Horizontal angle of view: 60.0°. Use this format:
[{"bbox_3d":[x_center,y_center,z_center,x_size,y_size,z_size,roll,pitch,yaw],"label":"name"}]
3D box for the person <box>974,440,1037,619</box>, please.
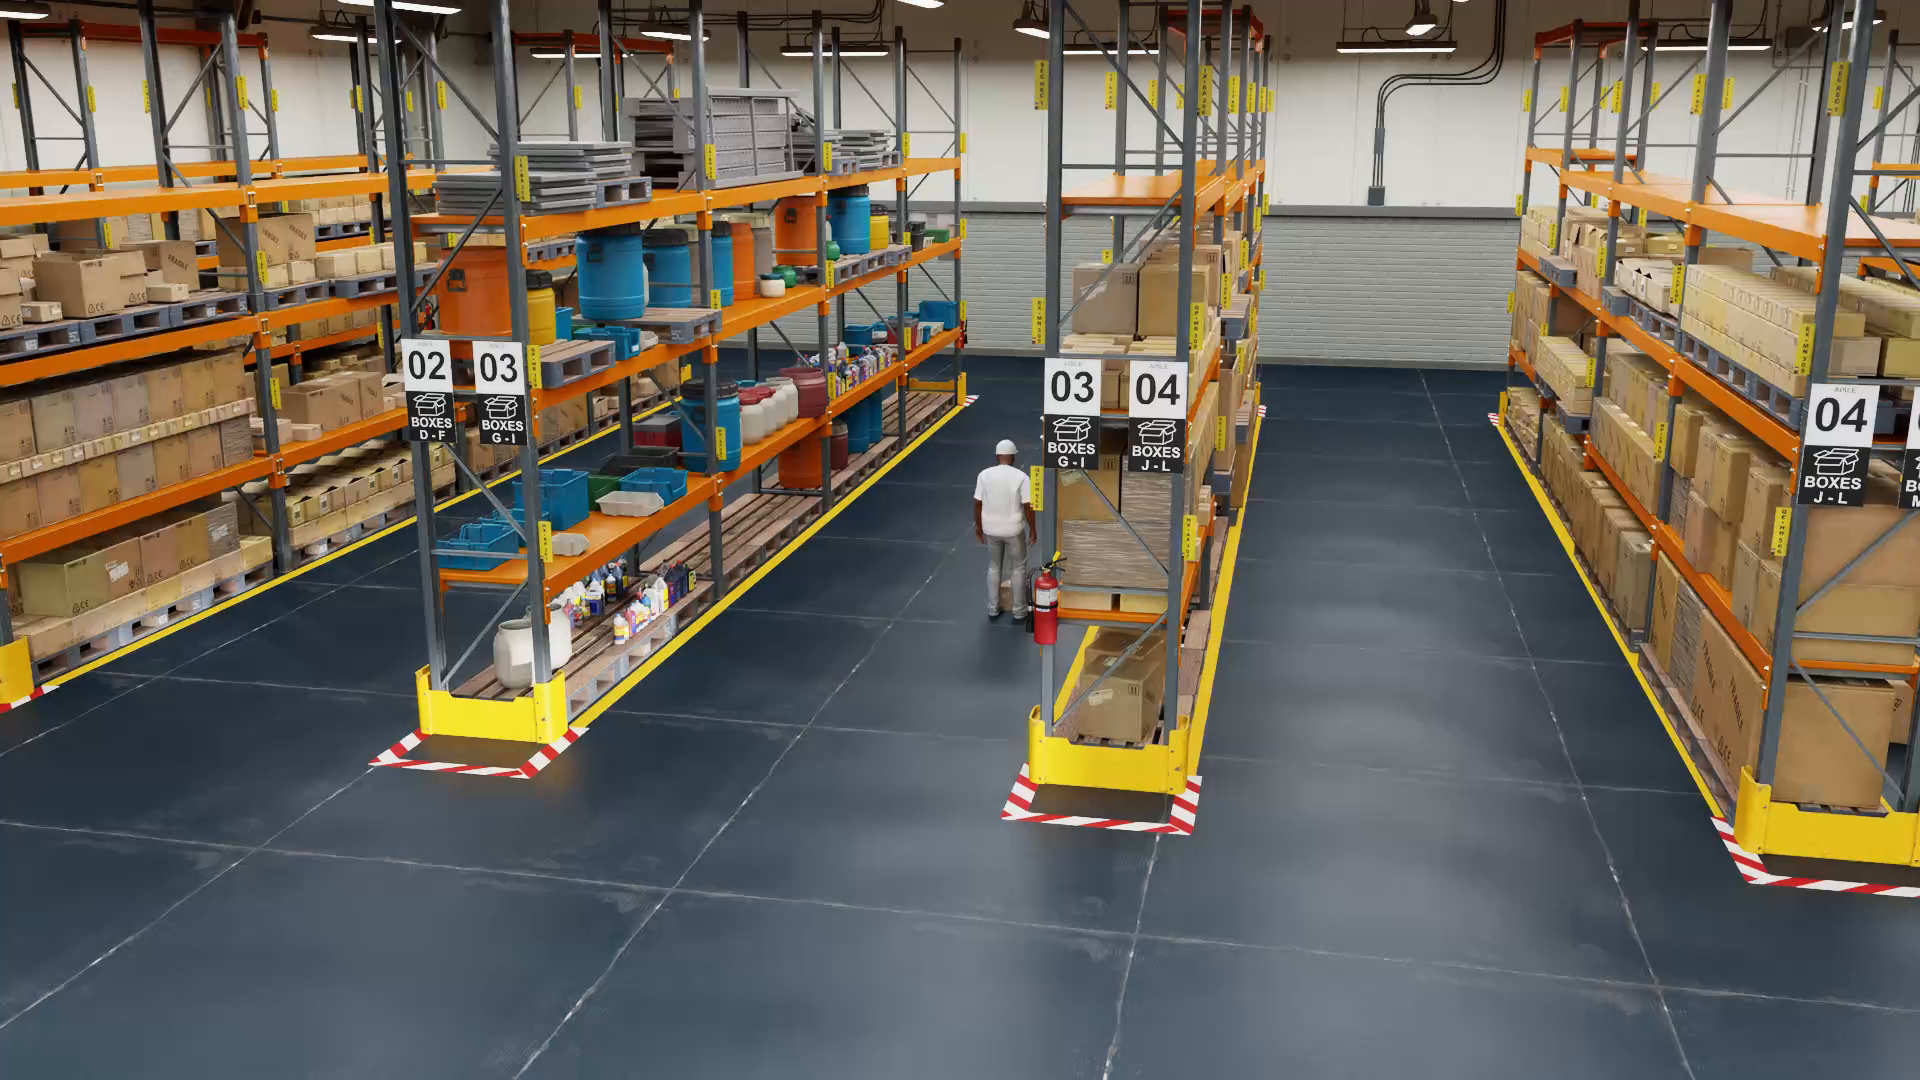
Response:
[{"bbox_3d":[0.450,-0.113,16.409,0.635,1.760,0.455,6,16,21],"label":"person"}]
